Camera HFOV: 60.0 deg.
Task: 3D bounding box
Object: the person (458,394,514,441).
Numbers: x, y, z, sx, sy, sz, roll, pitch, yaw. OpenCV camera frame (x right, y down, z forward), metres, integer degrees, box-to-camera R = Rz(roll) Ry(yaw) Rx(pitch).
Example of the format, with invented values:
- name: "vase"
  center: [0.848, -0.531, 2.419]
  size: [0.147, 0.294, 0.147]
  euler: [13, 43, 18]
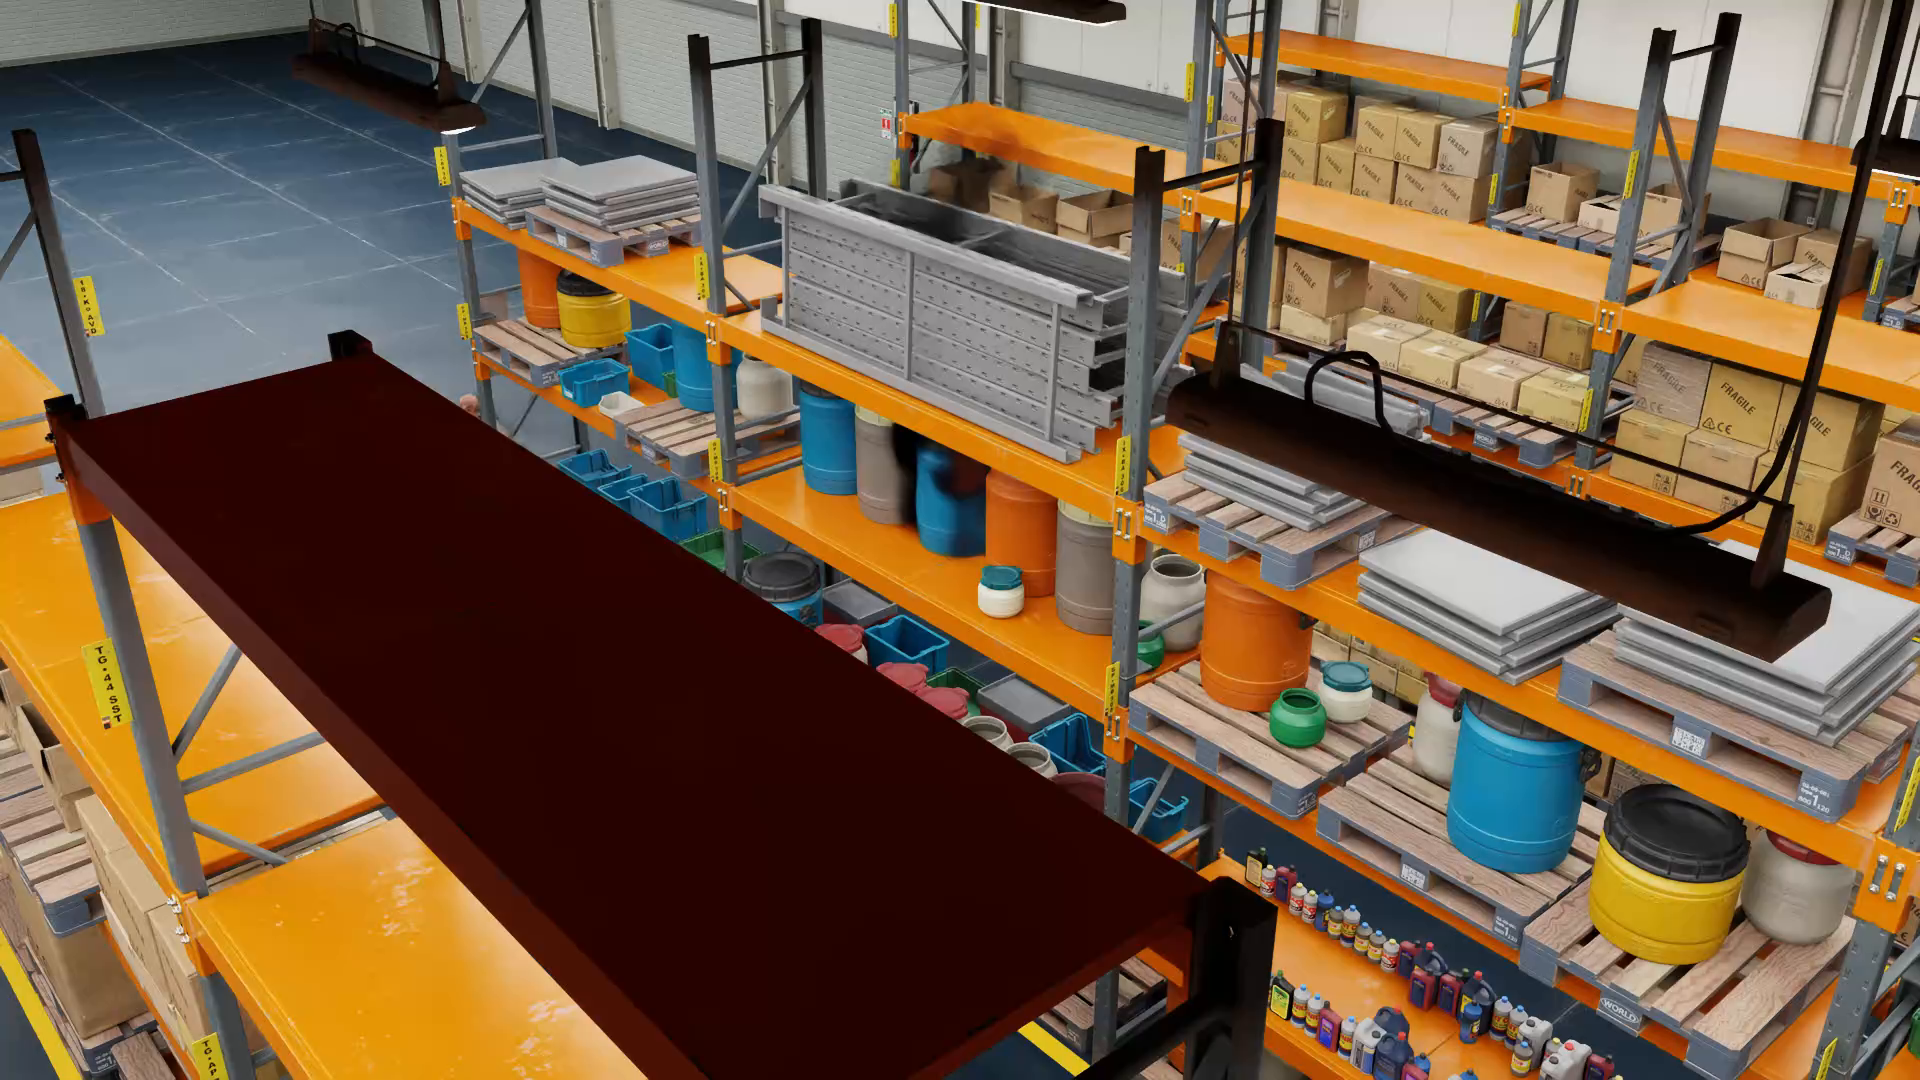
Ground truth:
- name: "person"
  center: [-4.799, -0.736, 17.137]
  size: [0.886, 1.648, 0.640]
  euler: [-5, 27, -10]
